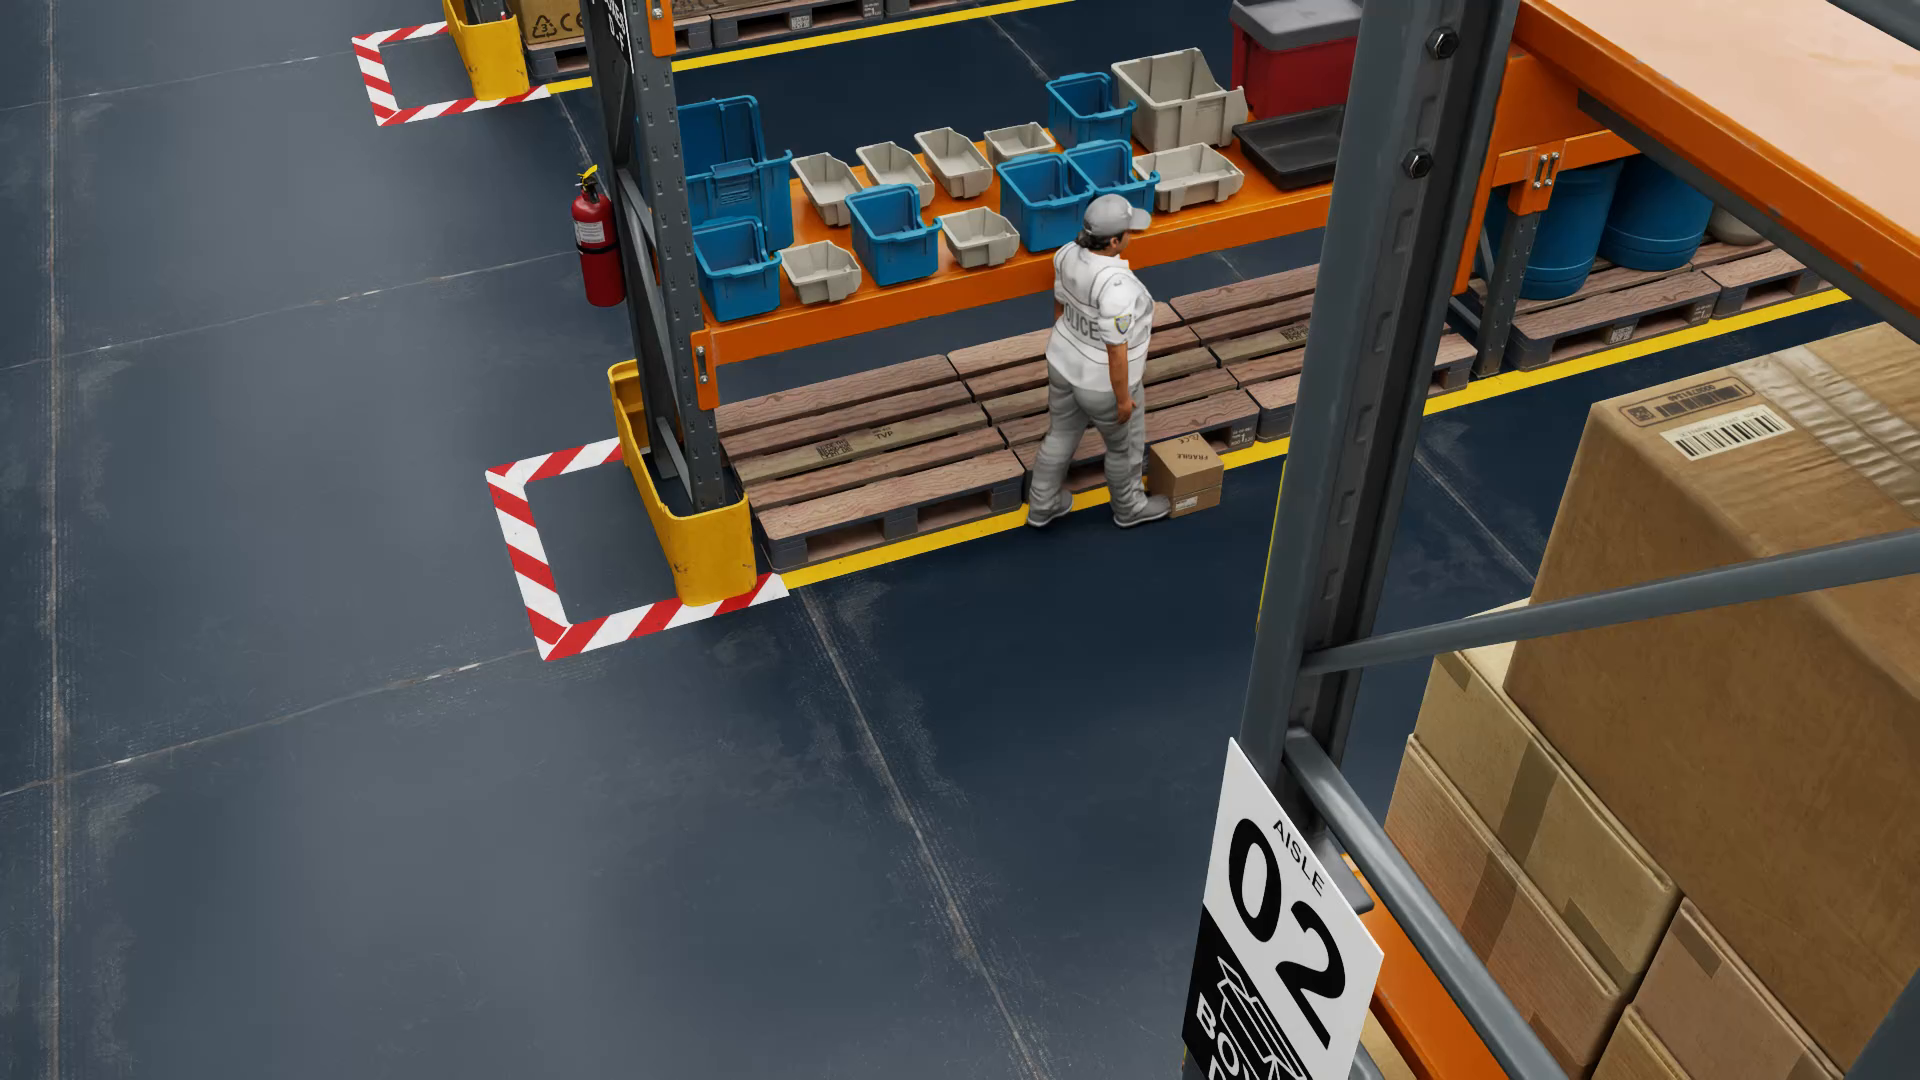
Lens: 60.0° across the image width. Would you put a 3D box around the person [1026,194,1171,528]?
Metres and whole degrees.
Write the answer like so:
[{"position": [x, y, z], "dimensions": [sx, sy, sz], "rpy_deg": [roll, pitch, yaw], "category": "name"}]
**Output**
[{"position": [0.623, -0.733, 7.037], "dimensions": [0.654, 1.660, 0.484], "rpy_deg": [-22, 47, -23], "category": "person"}]
